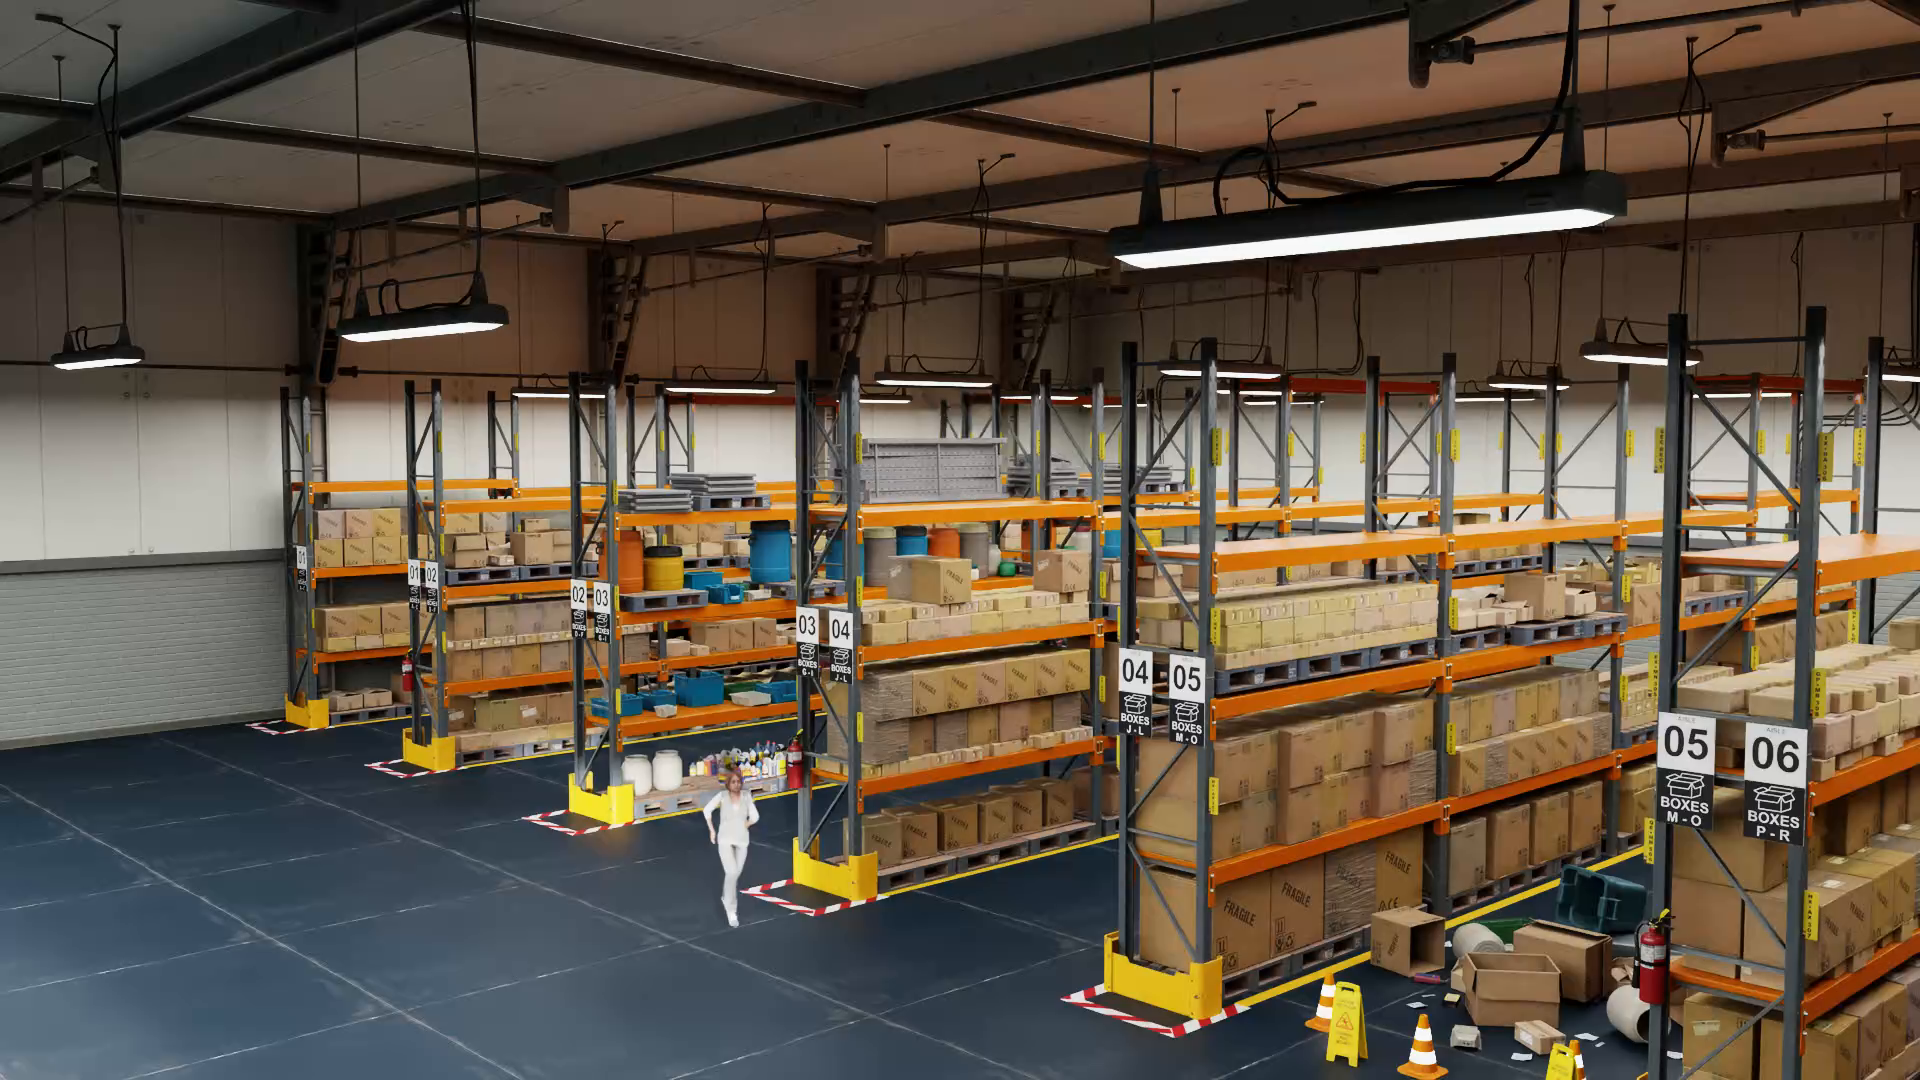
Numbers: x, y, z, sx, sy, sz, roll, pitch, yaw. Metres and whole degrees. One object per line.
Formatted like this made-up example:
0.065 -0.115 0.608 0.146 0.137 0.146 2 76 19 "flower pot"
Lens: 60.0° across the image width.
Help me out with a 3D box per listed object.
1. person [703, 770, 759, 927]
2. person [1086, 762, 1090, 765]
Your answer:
-2.421 3.250 17.704 0.545 1.636 0.721 -2 4 -25 "person"
2.314 2.710 26.253 0.588 1.637 0.979 2 4 34 "person"
